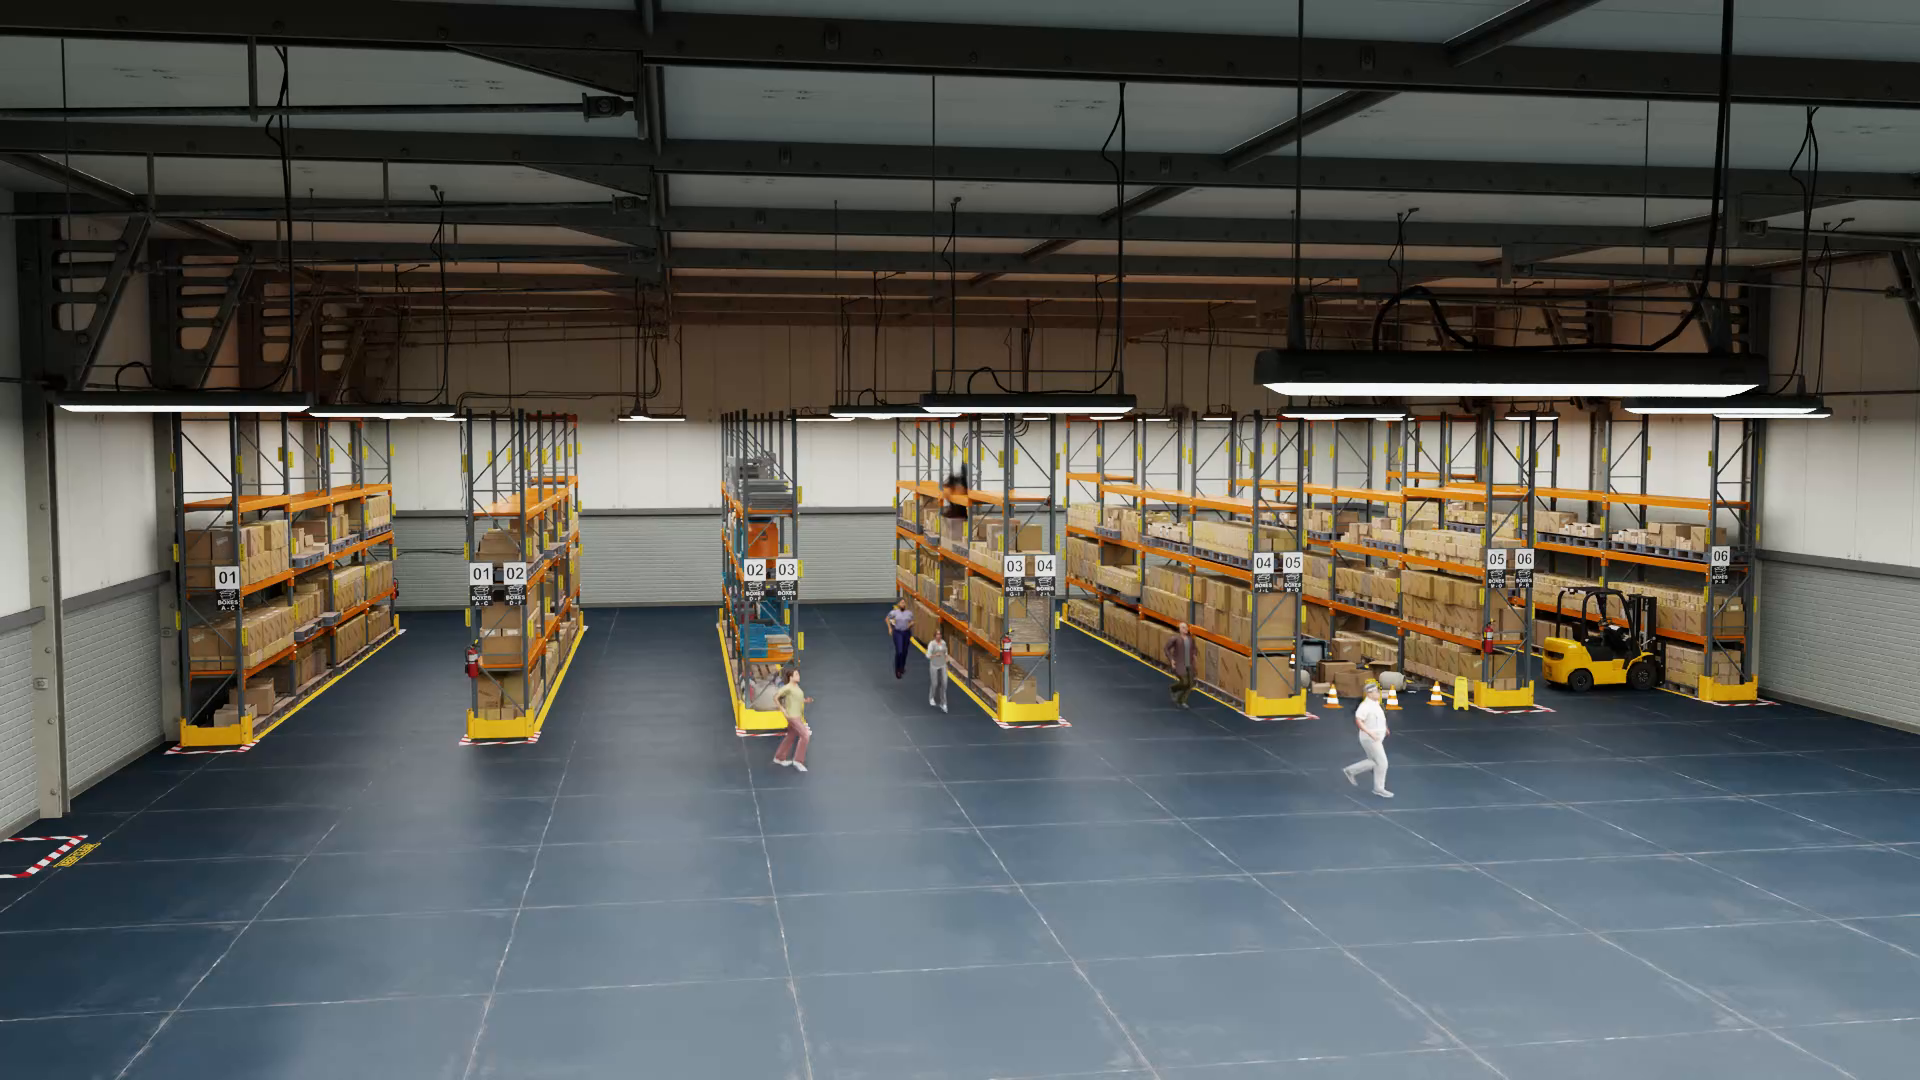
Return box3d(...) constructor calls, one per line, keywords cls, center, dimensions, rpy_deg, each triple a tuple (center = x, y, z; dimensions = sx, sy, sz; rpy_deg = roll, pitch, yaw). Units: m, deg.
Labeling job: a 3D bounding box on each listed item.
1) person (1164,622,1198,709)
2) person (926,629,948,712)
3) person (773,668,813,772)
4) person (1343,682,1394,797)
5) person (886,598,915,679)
box3d(cls="person", center=(4.500, 2.524, 33.475), dimensions=(0.708, 1.730, 0.635), rpy_deg=(-2, 4, -24))
box3d(cls="person", center=(-0.440, 2.598, 33.286), dimensions=(0.525, 1.605, 0.726), rpy_deg=(-1, 4, -20))
box3d(cls="person", center=(-2.765, 2.971, 27.493), dimensions=(0.723, 1.721, 0.543), rpy_deg=(1, 4, 11))
box3d(cls="person", center=(6.306, 3.056, 25.669), dimensions=(0.810, 1.766, 0.676), rpy_deg=(2, 4, 24))
box3d(cls="person", center=(-1.254, 2.132, 36.013), dimensions=(0.581, 1.737, 0.677), rpy_deg=(-2, 4, -22))
